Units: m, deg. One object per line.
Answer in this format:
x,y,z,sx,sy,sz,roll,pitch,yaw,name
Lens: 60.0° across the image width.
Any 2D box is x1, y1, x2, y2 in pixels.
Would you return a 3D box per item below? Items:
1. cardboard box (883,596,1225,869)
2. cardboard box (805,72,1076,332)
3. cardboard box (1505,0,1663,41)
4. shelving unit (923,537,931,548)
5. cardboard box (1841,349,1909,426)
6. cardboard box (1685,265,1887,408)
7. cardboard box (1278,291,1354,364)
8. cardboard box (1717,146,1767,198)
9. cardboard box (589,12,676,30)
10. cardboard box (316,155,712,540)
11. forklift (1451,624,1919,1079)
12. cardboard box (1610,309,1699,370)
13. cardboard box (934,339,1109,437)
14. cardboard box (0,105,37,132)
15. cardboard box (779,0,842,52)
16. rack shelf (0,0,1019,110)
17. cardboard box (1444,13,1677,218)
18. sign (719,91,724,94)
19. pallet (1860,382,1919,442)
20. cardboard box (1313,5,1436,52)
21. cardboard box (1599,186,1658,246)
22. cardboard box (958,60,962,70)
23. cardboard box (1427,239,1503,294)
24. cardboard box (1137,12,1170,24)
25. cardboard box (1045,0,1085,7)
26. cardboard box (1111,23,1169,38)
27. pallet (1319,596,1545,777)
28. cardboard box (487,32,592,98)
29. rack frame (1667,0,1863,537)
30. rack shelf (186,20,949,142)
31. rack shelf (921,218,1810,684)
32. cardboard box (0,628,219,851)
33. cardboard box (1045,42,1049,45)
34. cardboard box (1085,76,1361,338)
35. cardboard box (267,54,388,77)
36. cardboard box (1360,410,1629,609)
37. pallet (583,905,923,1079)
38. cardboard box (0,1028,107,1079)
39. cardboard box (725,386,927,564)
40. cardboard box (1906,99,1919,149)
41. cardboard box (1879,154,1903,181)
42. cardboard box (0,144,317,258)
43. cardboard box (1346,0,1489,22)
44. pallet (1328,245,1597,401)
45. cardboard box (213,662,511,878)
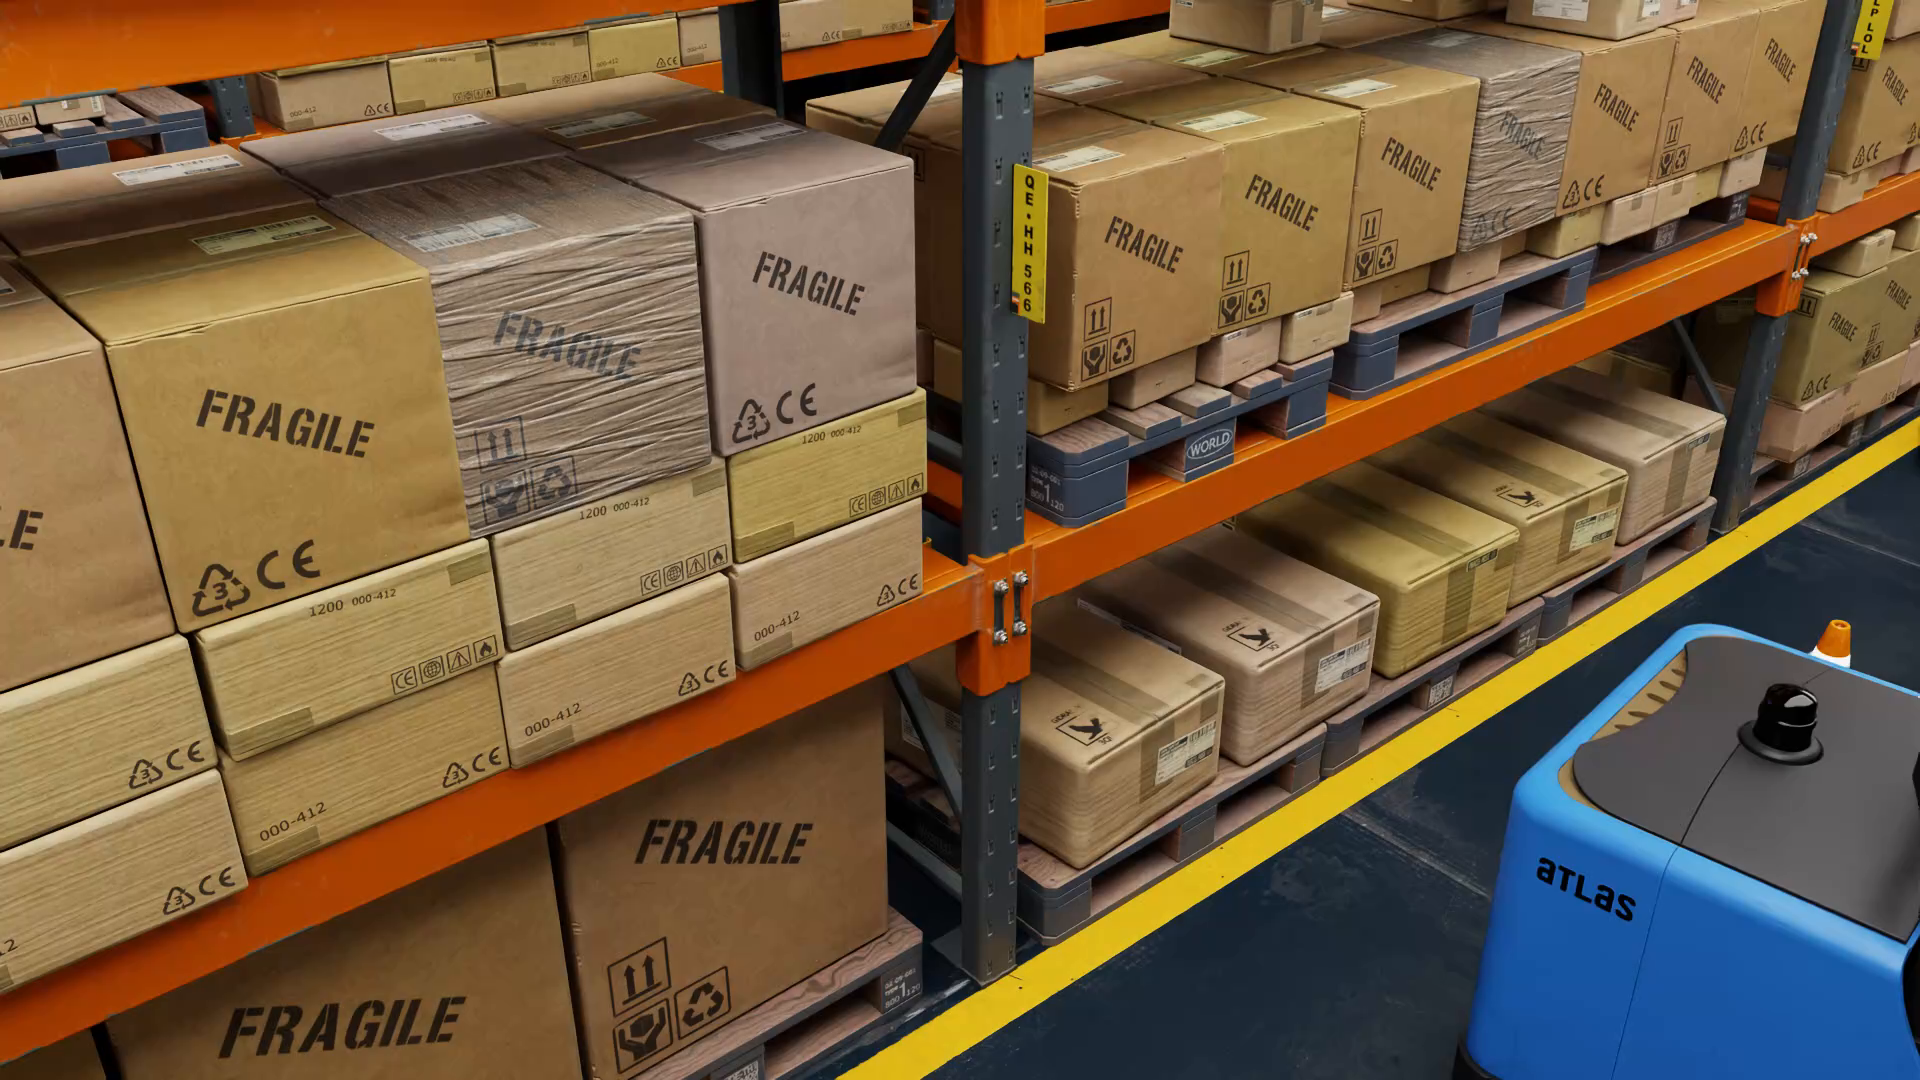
0.220,0.496,4.982,0.625,0.372,0.950,-25,37,-38,cardboard box
-0.051,-0.908,4.399,0.500,0.500,0.500,-23,36,-36,cardboard box
1.913,-1.649,5.097,0.250,0.149,0.380,-24,36,-37,cardboard box
0.058,-0.685,6.440,1.083,1.500,0.587,-22,35,-35,shelving unit
3.849,-0.756,7.453,0.500,0.250,0.500,-20,34,-32,cardboard box
3.451,-0.919,6.963,0.500,0.500,0.500,-20,34,-33,cardboard box
0.849,-0.634,4.575,0.250,0.149,0.380,-22,35,-35,cardboard box
2.614,-1.350,5.915,0.250,0.149,0.380,-21,35,-34,cardboard box
-1.781,-2.761,8.363,0.500,0.250,0.500,-21,35,-34,cardboard box
-0.825,-0.382,3.115,0.500,0.500,0.500,-21,35,-34,cardboard box
2.585,0.478,2.747,3.031,2.935,1.130,24,36,37,forklift
3.102,-1.112,7.325,0.500,0.500,0.500,-22,35,-36,cardboard box
0.151,-0.416,4.166,0.250,0.149,0.380,-24,37,-38,cardboard box
-4.033,-1.767,6.588,0.500,0.250,0.500,-24,36,-37,cardboard box
-0.990,-2.841,9.042,0.500,0.250,0.500,-22,35,-35,cardboard box
-1.738,-0.702,2.462,4.000,0.370,1.077,-22,35,-35,rack shelf
1.851,-1.361,5.247,0.500,0.500,0.500,-21,34,-33,cardboard box
-0.576,-0.976,4.249,0.005,0.325,0.100,-22,35,-35,sign
4.243,-0.895,8.202,1.213,0.211,1.003,-22,35,-35,pallet
1.134,-1.391,5.303,0.500,0.500,0.500,-24,36,-37,cardboard box
2.038,-1.105,5.456,0.250,0.149,0.380,-22,35,-35,cardboard box
0.174,-2.760,10.142,0.500,0.250,0.500,-23,35,-36,cardboard box
1.412,-0.893,5.059,0.250,0.149,0.380,-21,34,-33,cardboard box
1.391,-3.565,11.650,0.500,0.250,0.500,-22,35,-35,cardboard box
0.495,-3.562,10.127,0.500,0.500,0.500,-21,35,-34,cardboard box
1.345,-3.227,11.016,0.500,0.250,0.500,-23,36,-36,cardboard box
1.307,0.312,5.943,1.213,0.211,1.003,-22,35,-35,pallet
-2.172,-2.381,8.182,0.500,0.250,0.500,-23,36,-36,cardboard box
2.827,-1.532,6.434,0.127,3.000,1.000,-22,35,-35,rack frame
-1.919,-2.382,8.787,4.000,0.370,1.077,-22,35,-35,rack shelf
1.305,-0.603,5.459,4.000,0.370,1.077,-22,35,-35,rack shelf
-1.579,0.258,2.714,0.500,0.250,0.500,-23,36,-36,cardboard box
0.227,-3.104,10.788,0.500,0.250,0.500,-22,35,-36,cardboard box
0.668,-0.886,4.357,0.500,0.500,0.500,-20,34,-32,cardboard box
-2.929,-2.281,7.464,0.500,0.250,0.500,-22,35,-35,cardboard box
1.884,-0.176,6.239,0.625,0.372,0.950,-19,34,-32,cardboard box
-0.865,1.136,4.401,1.213,0.211,1.003,-22,35,-35,pallet
-2.158,1.170,3.187,0.875,0.875,0.875,-21,34,-34,cardboard box
-0.420,-0.223,3.614,0.500,0.250,0.500,-22,35,-35,cardboard box
3.709,-1.904,6.708,0.500,0.500,0.500,-22,35,-35,cardboard box
3.615,-1.591,6.811,0.250,0.149,0.380,-22,35,-35,cardboard box
-1.525,-0.422,3.191,0.500,0.500,0.500,-21,34,-34,cardboard box
1.480,-1.792,5.366,0.250,0.149,0.380,-20,34,-32,cardboard box
1.263,-0.844,5.350,1.213,0.211,1.003,-22,35,-35,pallet
-1.205,0.316,3.136,0.500,0.250,0.500,-22,35,-35,cardboard box
